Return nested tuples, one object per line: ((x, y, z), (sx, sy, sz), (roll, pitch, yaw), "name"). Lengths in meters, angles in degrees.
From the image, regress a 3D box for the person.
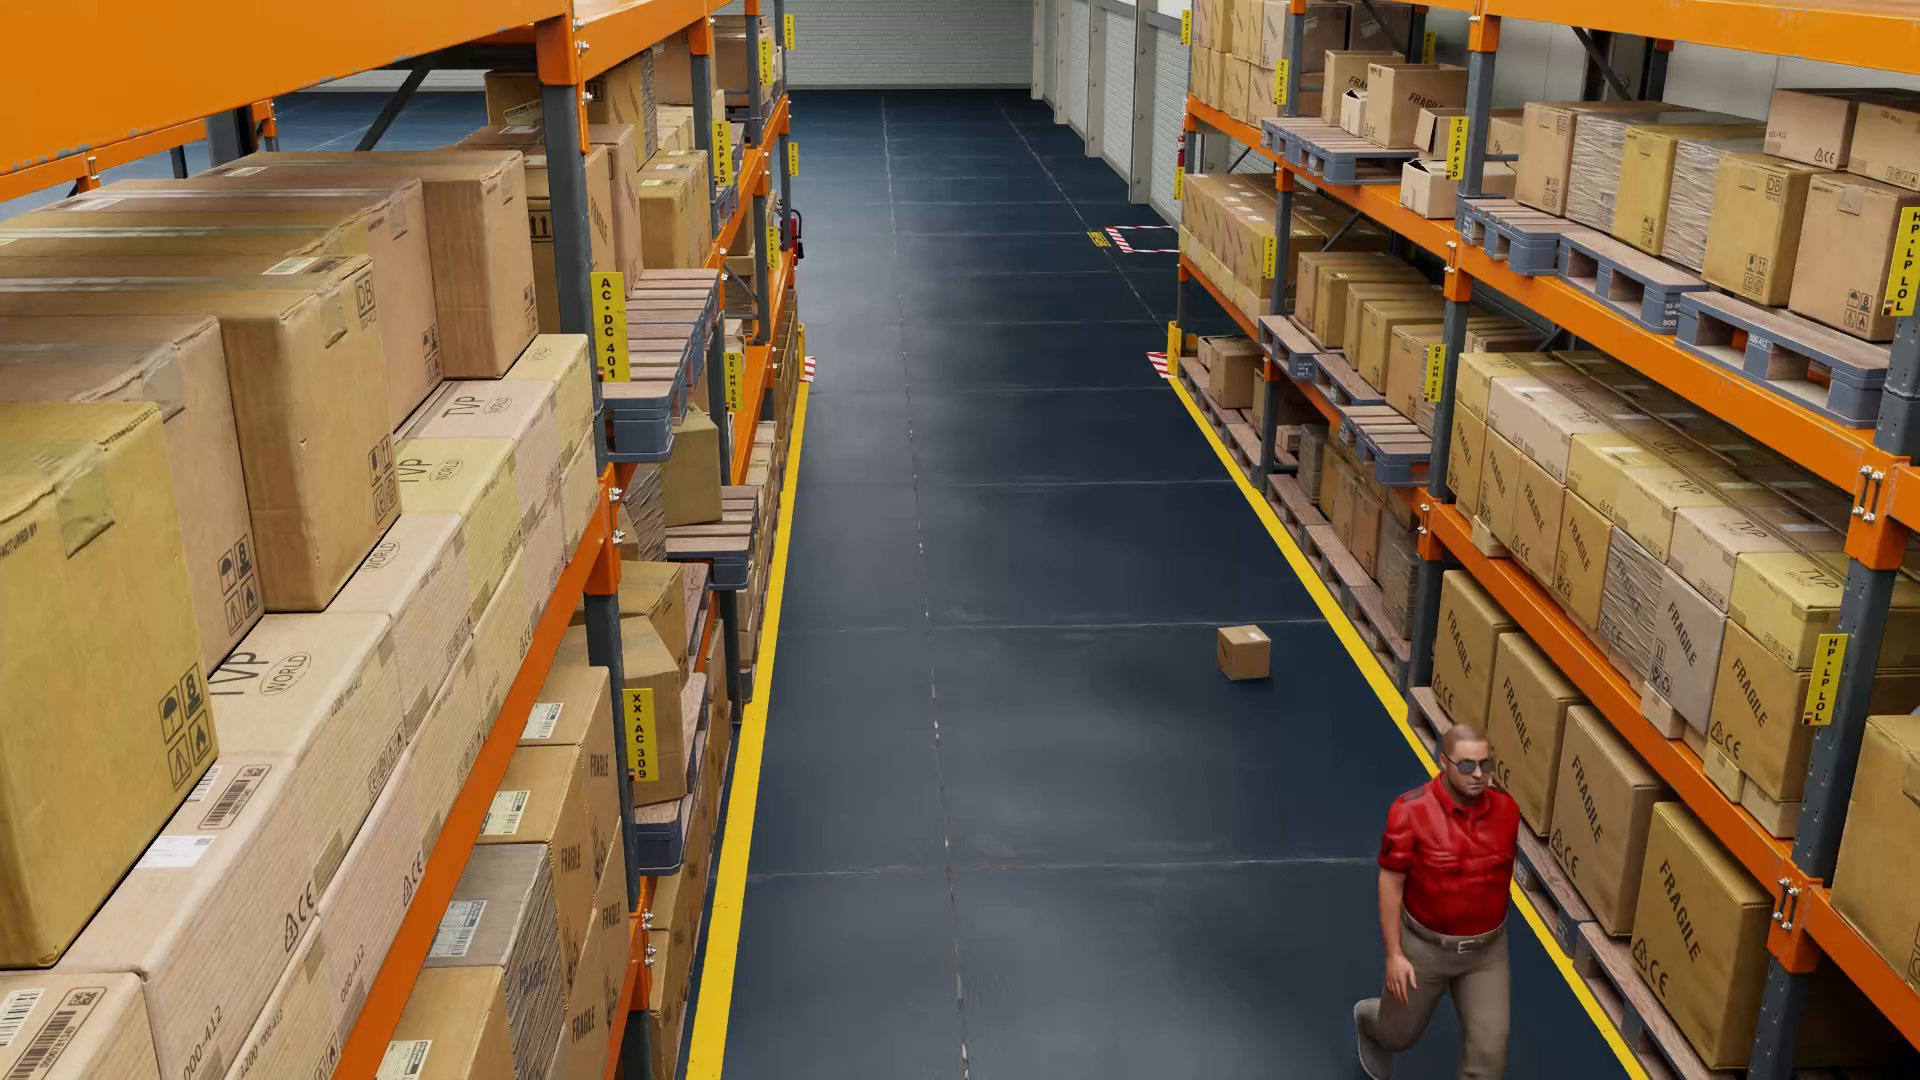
((1.770, 1.463, 6.121), (0.541, 1.686, 0.929), (-3, 20, -8), "person")
